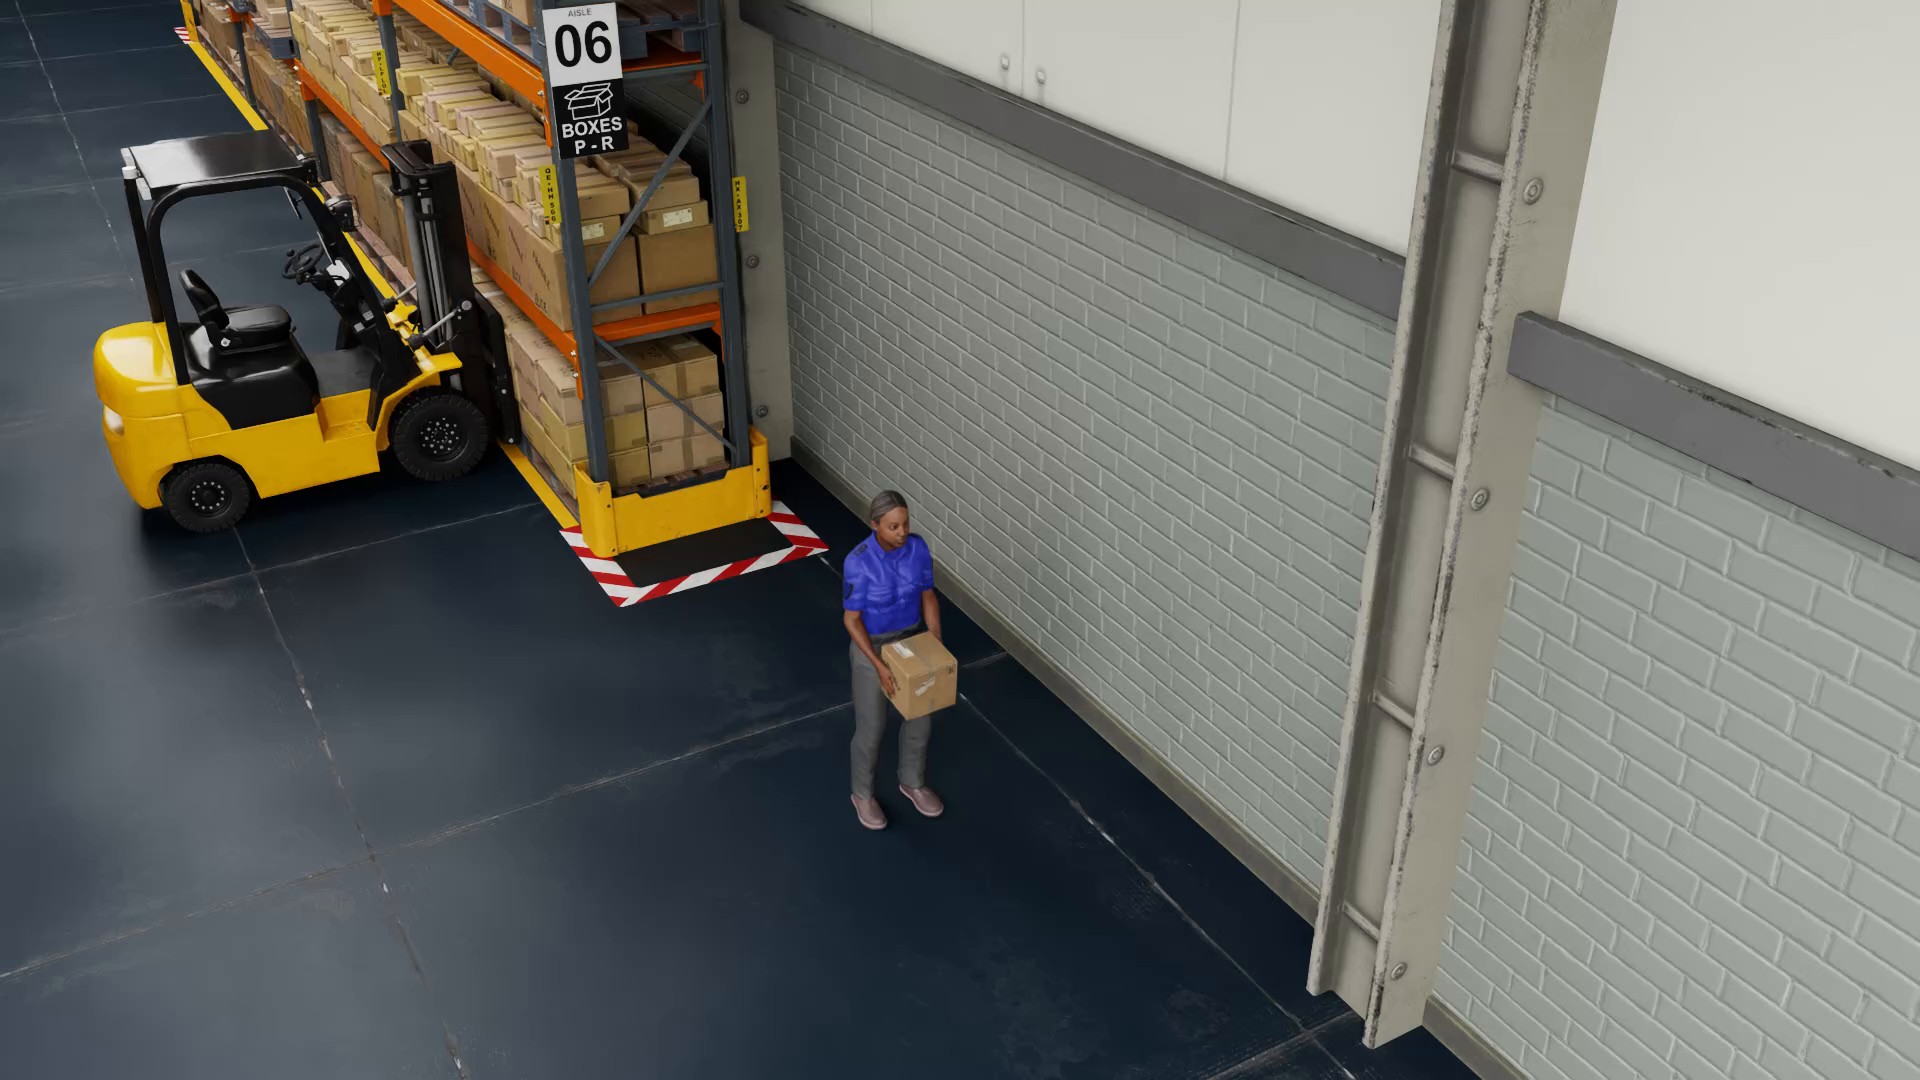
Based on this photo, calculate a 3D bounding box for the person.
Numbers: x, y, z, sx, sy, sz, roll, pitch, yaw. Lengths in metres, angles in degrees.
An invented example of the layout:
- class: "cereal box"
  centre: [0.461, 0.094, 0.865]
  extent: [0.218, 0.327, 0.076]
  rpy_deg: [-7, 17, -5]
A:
- class: "person"
  centre: [-0.290, 0.539, 7.587]
  extent: [0.479, 1.663, 0.405]
  rpy_deg: [-17, 33, -27]
